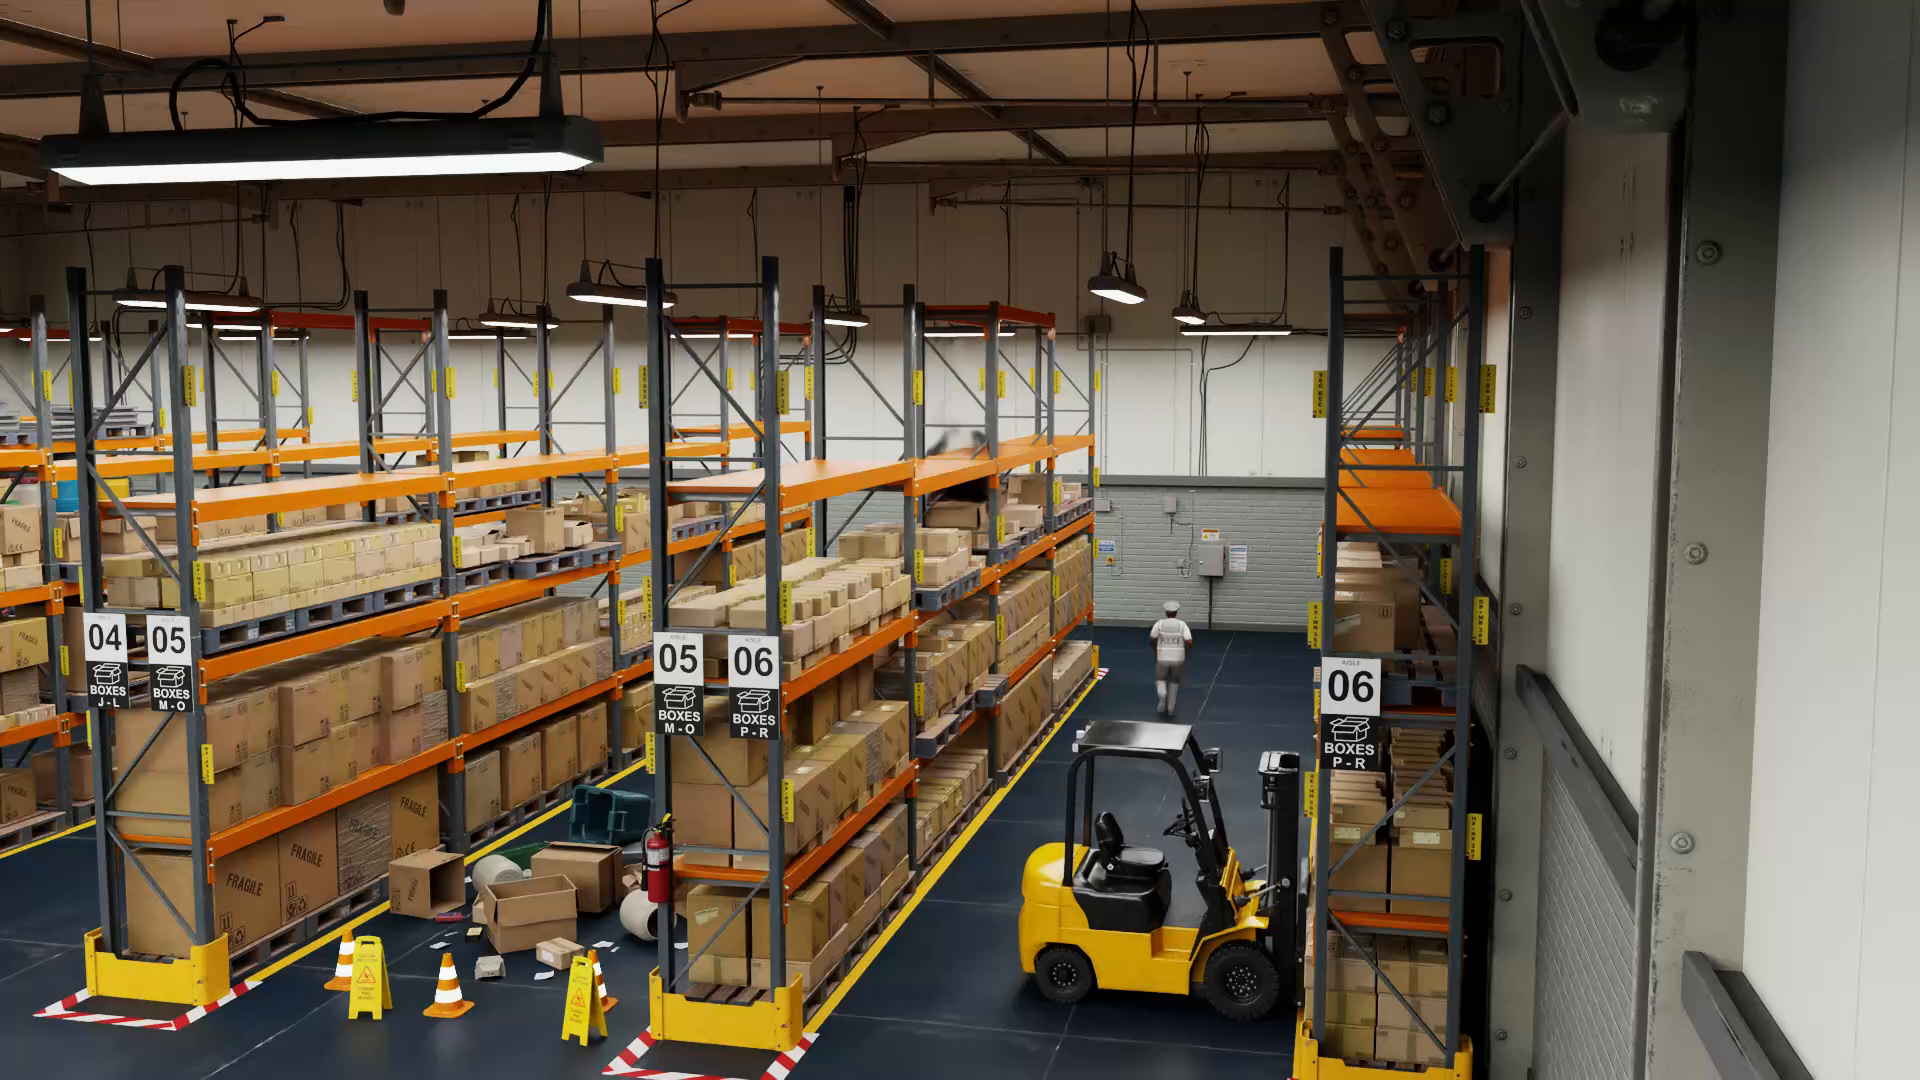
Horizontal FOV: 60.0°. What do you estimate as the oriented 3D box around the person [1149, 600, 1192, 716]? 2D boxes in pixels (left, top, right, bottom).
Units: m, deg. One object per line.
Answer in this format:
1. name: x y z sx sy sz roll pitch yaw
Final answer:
1. person: 3.156 1.776 24.962 0.648 1.737 0.575 1 6 7
